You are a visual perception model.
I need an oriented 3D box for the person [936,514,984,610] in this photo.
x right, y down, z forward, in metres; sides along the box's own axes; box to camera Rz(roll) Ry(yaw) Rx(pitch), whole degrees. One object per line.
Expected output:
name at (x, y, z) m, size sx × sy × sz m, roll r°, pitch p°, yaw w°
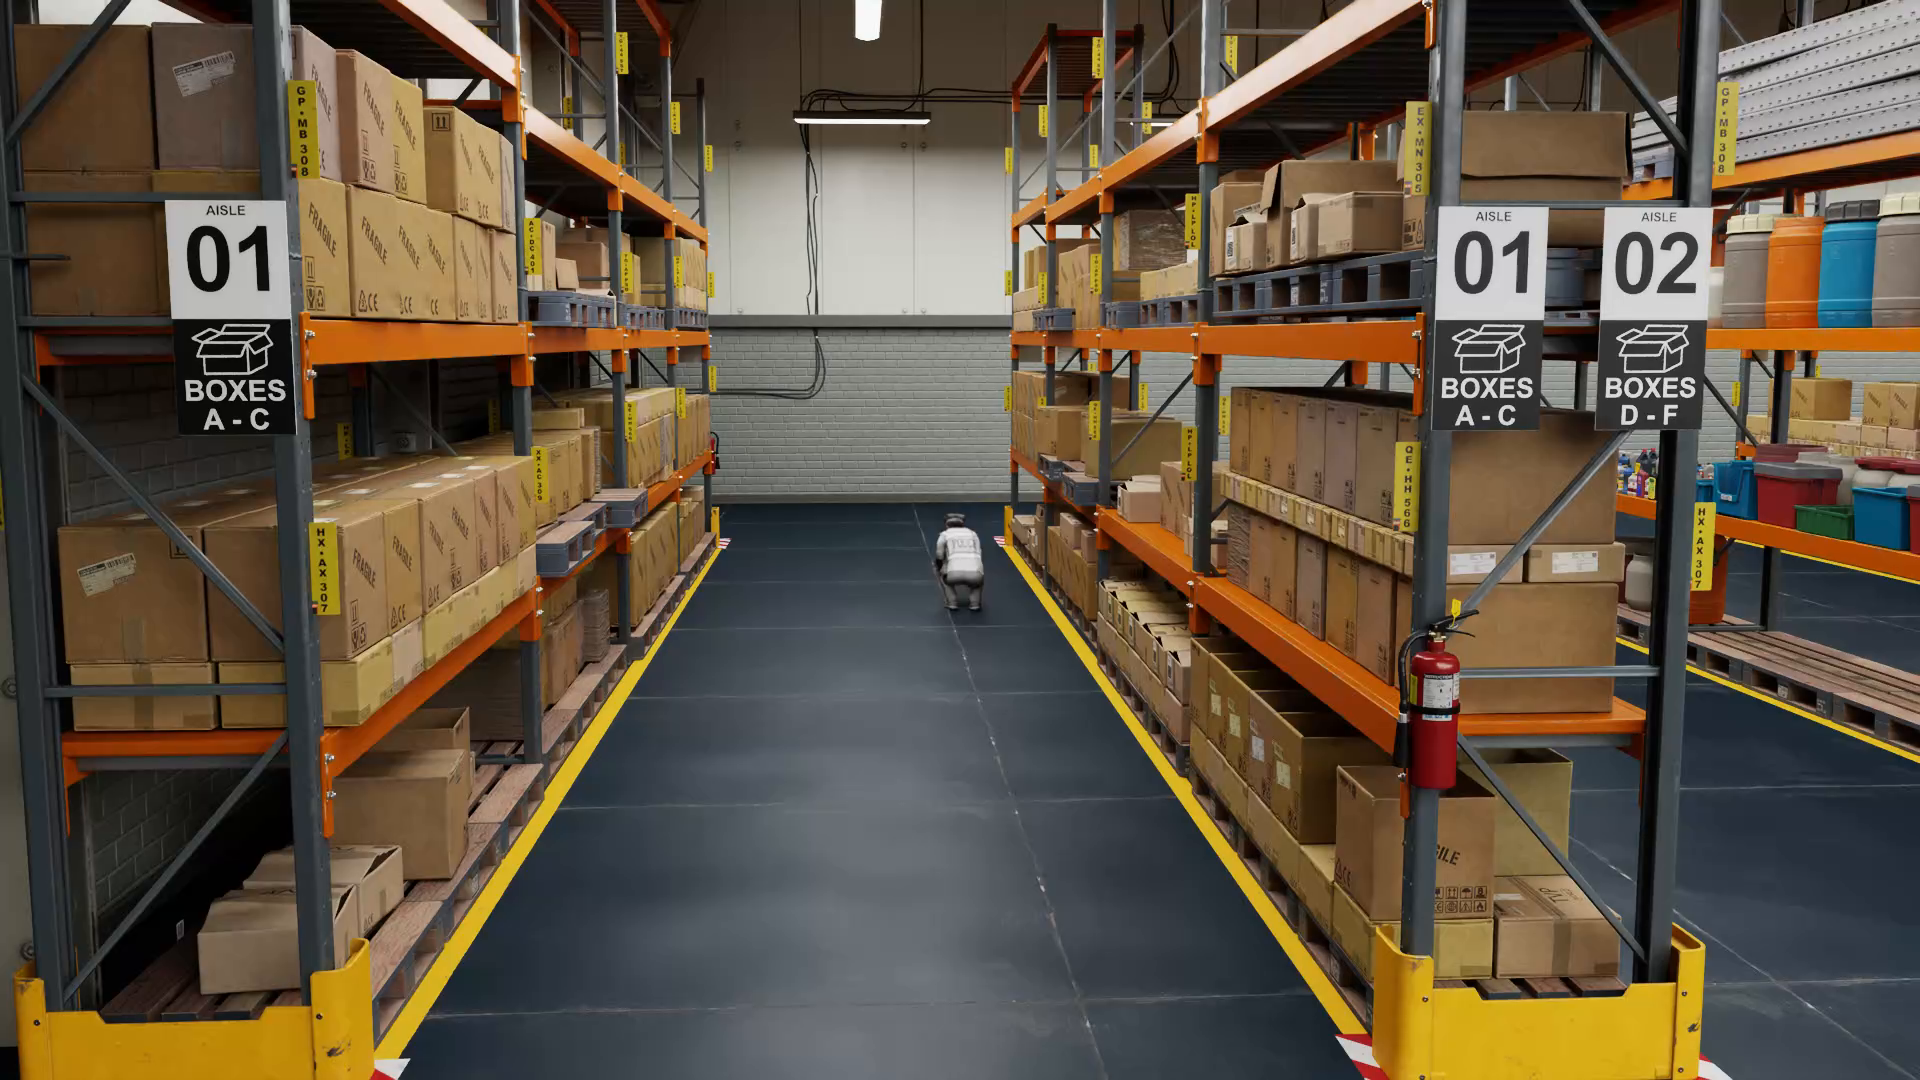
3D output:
person at (0.009, 0.220, 16.957) m, size 0.501 × 0.948 × 0.849 m, roll 0°, pitch 7°, yaw -3°
